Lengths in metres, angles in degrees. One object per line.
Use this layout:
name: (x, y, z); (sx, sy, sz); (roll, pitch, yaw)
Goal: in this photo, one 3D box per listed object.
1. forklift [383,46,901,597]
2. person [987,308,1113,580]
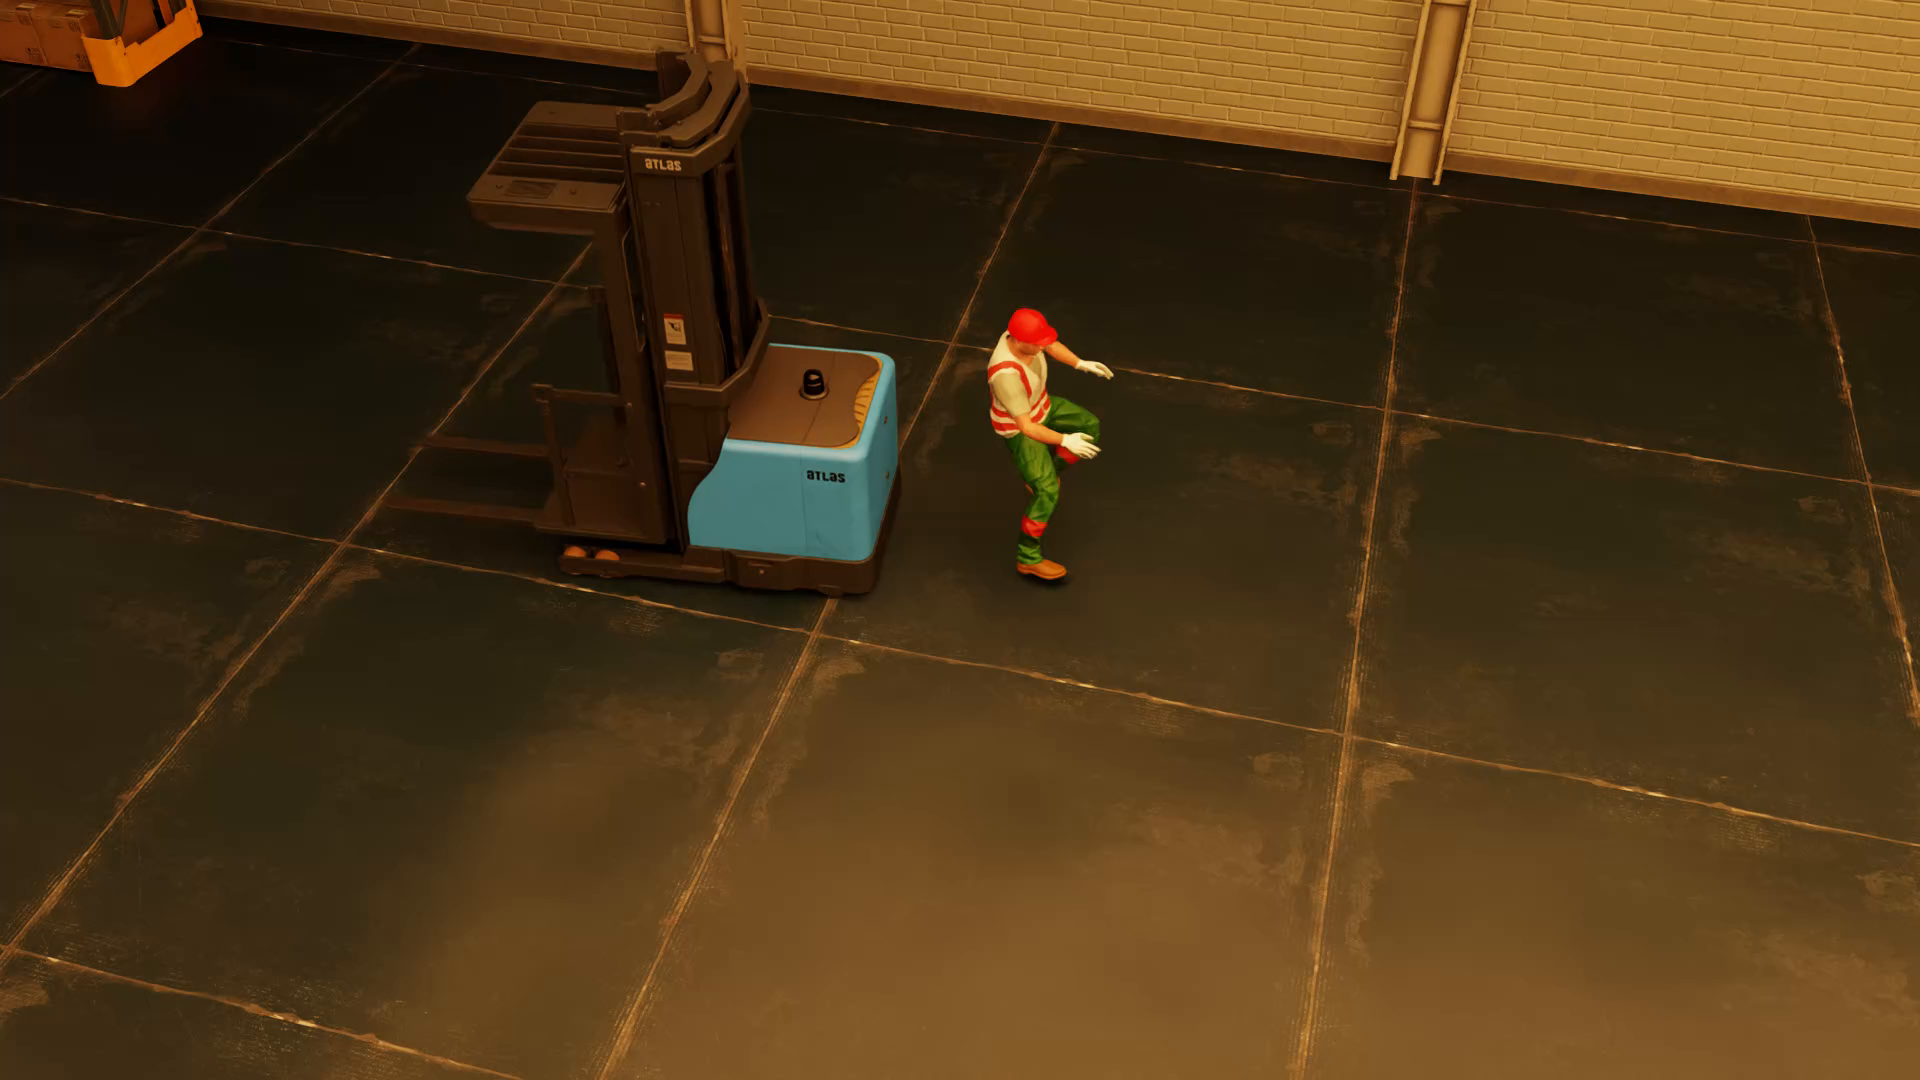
forklift: (-1.925, -1.216, 9.249); (3.031, 2.935, 1.130); (6, 42, 6)
person: (0.528, -0.660, 9.587); (0.763, 1.580, 0.890); (16, 44, 18)
